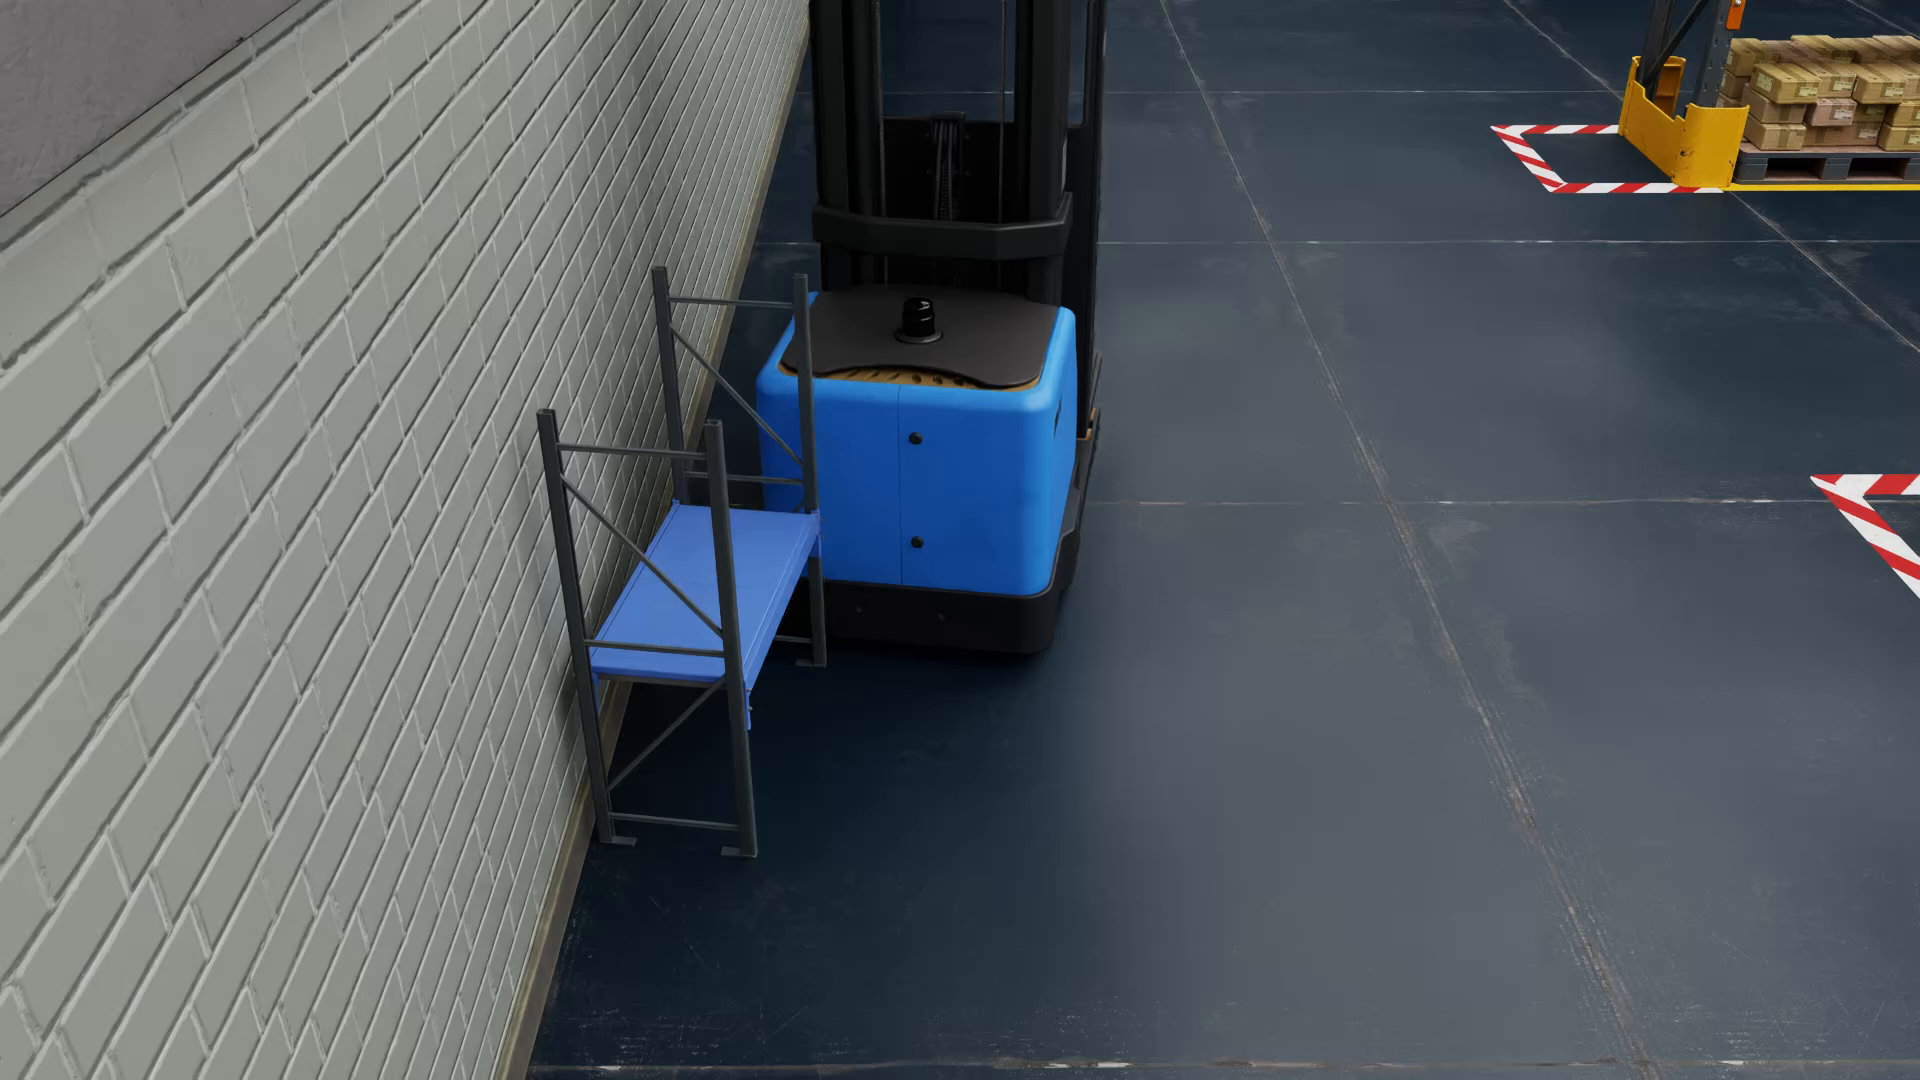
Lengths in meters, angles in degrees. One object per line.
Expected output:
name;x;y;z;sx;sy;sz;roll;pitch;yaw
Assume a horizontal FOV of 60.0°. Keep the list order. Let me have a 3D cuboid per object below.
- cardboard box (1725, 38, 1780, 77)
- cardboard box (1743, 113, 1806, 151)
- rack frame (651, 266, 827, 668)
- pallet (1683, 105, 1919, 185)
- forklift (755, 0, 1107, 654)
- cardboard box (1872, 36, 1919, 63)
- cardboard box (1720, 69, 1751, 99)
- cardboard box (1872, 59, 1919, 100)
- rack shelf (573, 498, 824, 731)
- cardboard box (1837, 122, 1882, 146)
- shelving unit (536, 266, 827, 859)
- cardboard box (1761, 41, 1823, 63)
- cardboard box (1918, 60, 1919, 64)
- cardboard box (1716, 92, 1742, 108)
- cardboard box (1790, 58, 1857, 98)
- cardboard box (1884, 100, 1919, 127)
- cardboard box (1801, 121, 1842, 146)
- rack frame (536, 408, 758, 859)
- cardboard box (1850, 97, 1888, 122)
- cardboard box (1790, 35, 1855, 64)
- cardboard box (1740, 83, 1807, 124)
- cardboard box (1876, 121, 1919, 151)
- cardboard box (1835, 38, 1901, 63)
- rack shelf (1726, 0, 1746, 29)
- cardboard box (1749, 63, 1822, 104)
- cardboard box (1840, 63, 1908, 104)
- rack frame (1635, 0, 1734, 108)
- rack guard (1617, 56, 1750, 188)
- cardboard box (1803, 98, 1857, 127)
cardboard box;5.102;-3.131;10.789;0.250;0.149;0.380;0;31;0
cardboard box;5.100;-2.580;10.453;0.250;0.149;0.380;0;31;1
rack frame;-0.730;-0.206;5.644;0.500;1.500;0.032;4;32;7
pallet;5.463;-2.575;10.791;1.213;0.211;1.003;0;31;0
forklift;0.029;-1.594;6.552;1.130;2.935;3.031;5;32;8
cardboard box;6.140;-3.167;10.848;0.250;0.149;0.380;1;31;2
cardboard box;5.100;-3.021;10.894;0.250;0.149;0.380;-1;31;-2
cardboard box;5.876;-2.865;10.350;0.250;0.149;0.380;-2;31;-3
rack shelf;-0.803;0.209;5.307;0.538;0.185;1.000;4;32;7
cardboard box;5.610;-2.627;10.532;0.250;0.149;0.380;0;31;0
shelving unit;-0.803;0.055;5.214;0.538;1.500;1.048;4;32;7
cardboard box;5.354;-3.102;10.742;0.250;0.149;0.380;0;31;1
cardboard box;6.153;-2.861;10.344;0.250;0.149;0.380;1;31;2
cardboard box;5.100;-2.854;10.905;0.250;0.149;0.380;0;31;1
cardboard box;5.375;-2.887;10.386;0.250;0.149;0.380;0;31;1
cardboard box;5.875;-2.702;10.369;0.250;0.149;0.380;1;31;1
cardboard box;5.361;-2.623;10.525;0.250;0.149;0.380;0;31;0
rack frame;-0.876;0.316;4.784;0.500;1.500;0.032;4;32;7
cardboard box;5.618;-2.758;10.460;0.250;0.149;0.380;0;31;0
cardboard box;5.612;-3.169;10.852;0.250;0.149;0.380;-1;31;-1
cardboard box;5.100;-2.740;10.430;0.250;0.149;0.380;1;31;2
cardboard box;5.866;-2.571;10.439;0.250;0.149;0.380;0;31;0
cardboard box;5.871;-3.137;10.799;0.250;0.149;0.380;-1;31;-2
rack shelf;6.574;-3.482;10.291;4.000;0.370;1.077;0;31;0
cardboard box;5.100;-2.824;10.282;0.250;0.149;0.380;-2;31;-3
cardboard box;5.628;-2.821;10.278;0.250;0.149;0.380;0;31;0
rack frame;4.574;-3.783;10.094;0.127;3.000;1.000;0;31;0
rack guard;4.650;-2.715;10.742;0.348;0.500;1.175;0;31;0
cardboard box;5.374;-2.711;10.384;0.250;0.149;0.380;0;31;-1
